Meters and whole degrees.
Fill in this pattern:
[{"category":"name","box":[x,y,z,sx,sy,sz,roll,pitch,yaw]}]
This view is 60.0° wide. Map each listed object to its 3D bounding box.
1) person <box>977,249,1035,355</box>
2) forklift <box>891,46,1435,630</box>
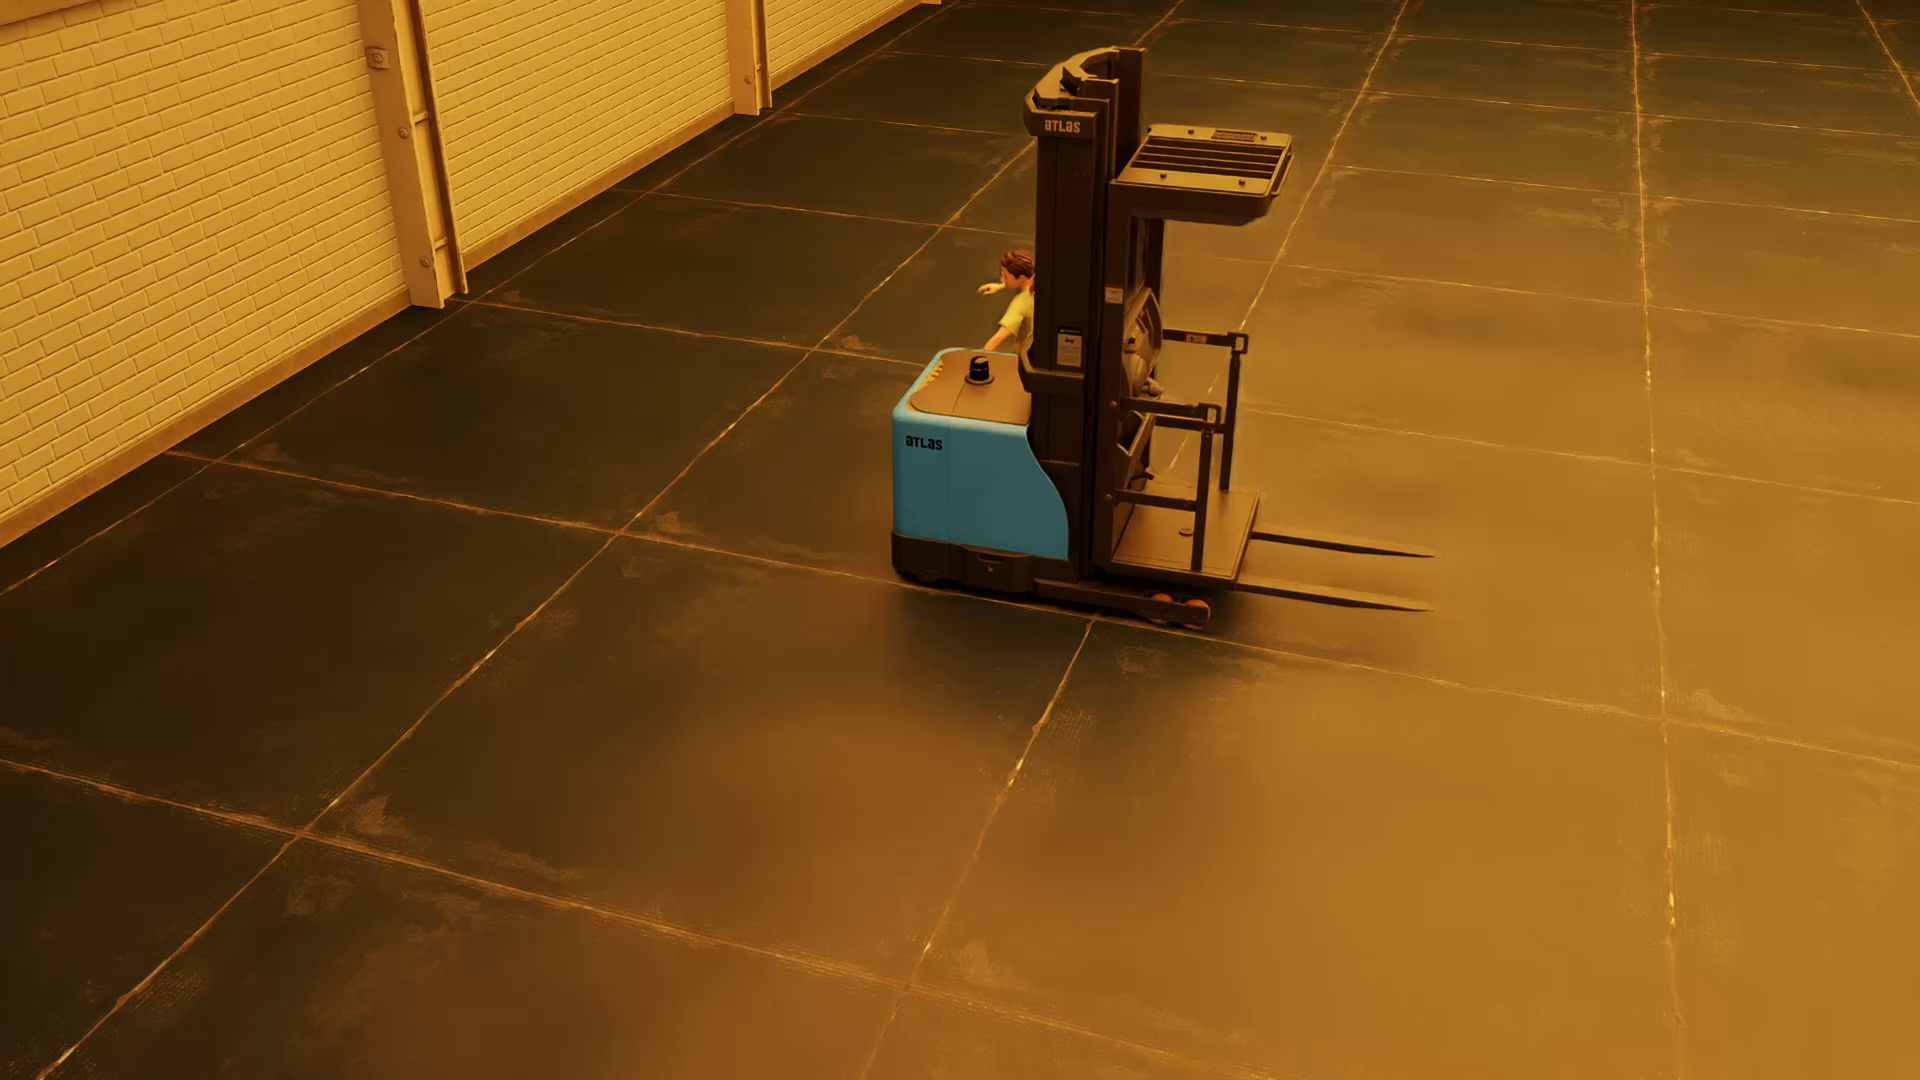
[{"category":"person","box":[0.366,-1.208,10.852,0.652,1.448,0.943,1,30,2]},{"category":"forklift","box":[1.179,-1.071,9.016,3.031,2.935,1.130,8,31,14]}]
